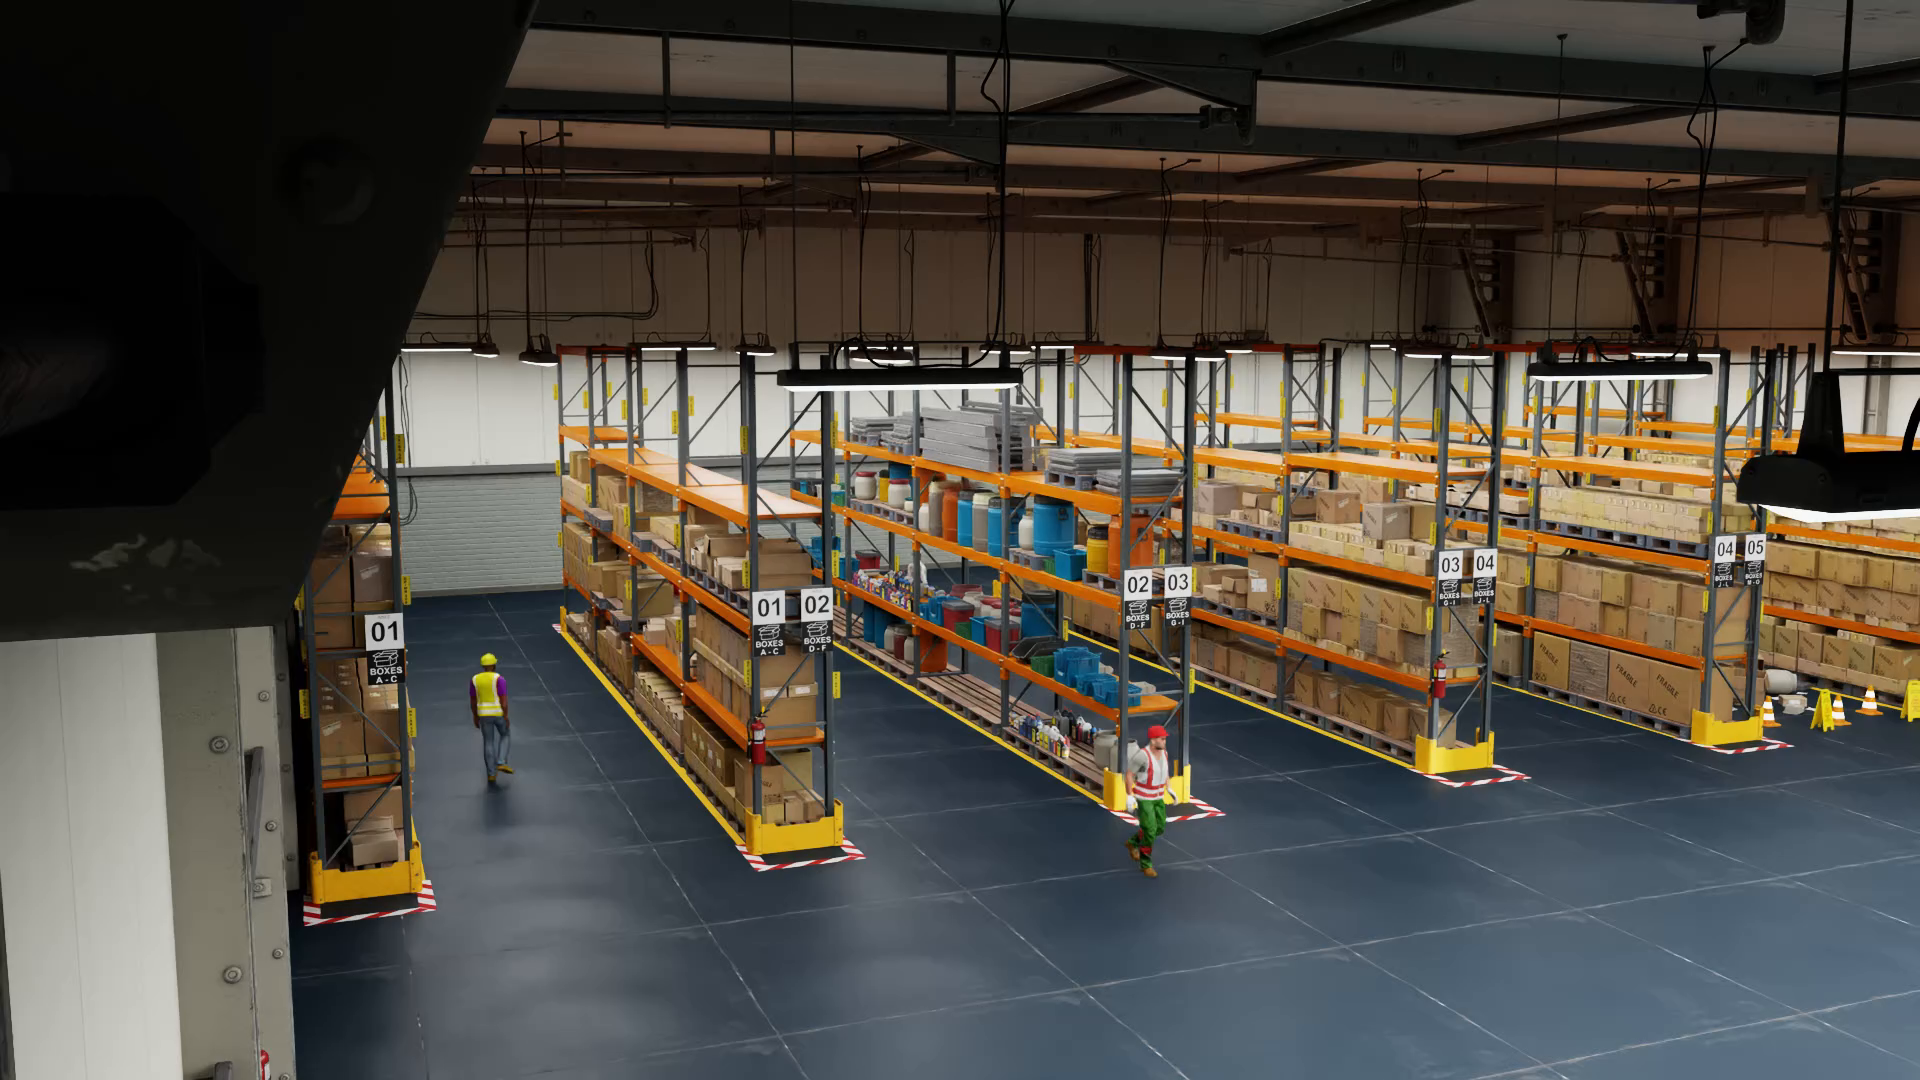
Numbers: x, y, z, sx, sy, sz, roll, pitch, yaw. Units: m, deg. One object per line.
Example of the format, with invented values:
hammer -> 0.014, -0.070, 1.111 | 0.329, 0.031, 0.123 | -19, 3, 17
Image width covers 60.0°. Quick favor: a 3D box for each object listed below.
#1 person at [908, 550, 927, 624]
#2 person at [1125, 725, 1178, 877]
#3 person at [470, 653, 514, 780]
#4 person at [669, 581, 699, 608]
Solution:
person -> -0.912, 1.045, 35.095 | 0.538, 1.683, 0.450 | 5, 9, 33
person -> 2.138, 3.002, 19.446 | 0.610, 1.770, 0.679 | -7, 10, -44
person -> -6.618, 2.476, 23.432 | 0.566, 1.744, 0.529 | -1, 7, -8
person -> -5.602, 1.224, 33.576 | 0.591, 1.663, 1.058 | -3, 8, -24
